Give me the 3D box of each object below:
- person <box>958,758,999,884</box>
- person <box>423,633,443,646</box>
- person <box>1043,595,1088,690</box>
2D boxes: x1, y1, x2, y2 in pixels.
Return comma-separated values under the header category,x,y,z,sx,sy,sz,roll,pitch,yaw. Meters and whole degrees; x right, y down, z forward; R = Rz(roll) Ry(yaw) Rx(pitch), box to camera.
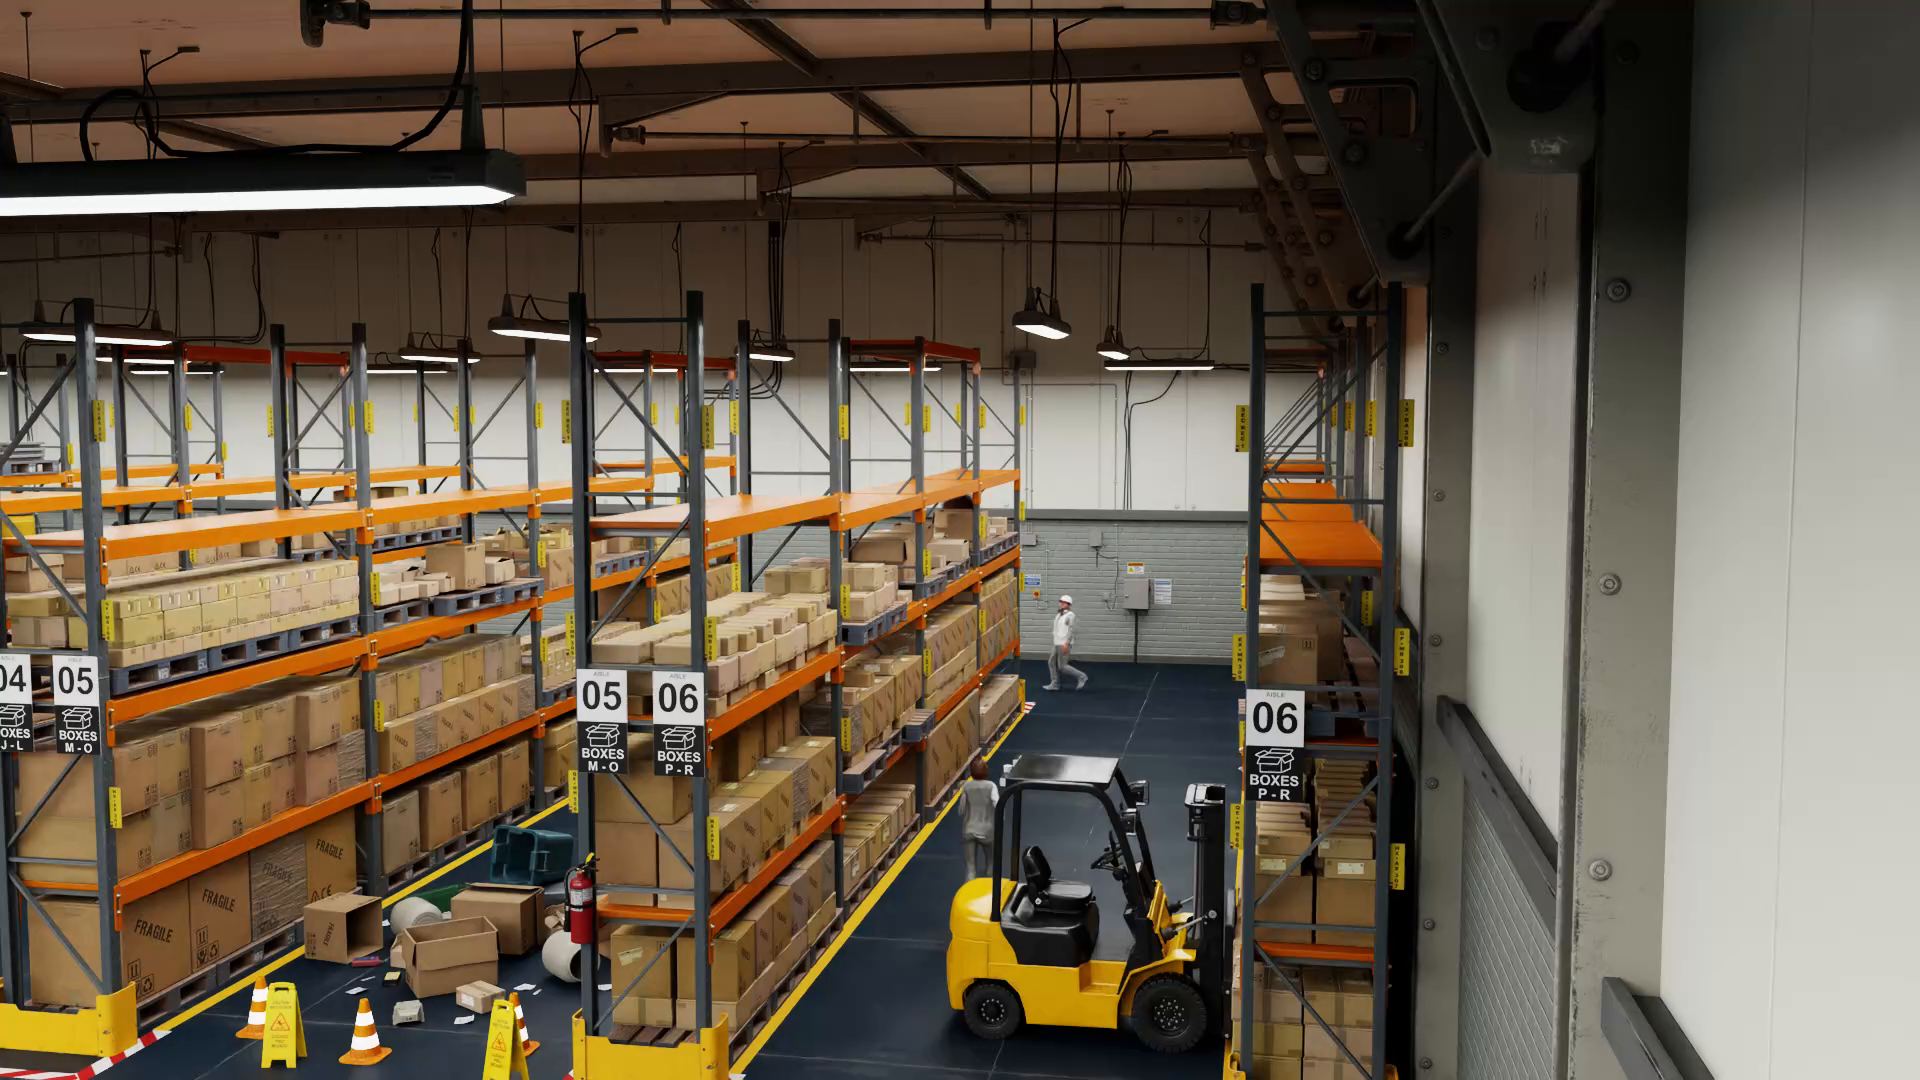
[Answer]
category,x,y,z,sx,sy,sz,roll,pitch,yaw
person,0.226,3.024,17.072,0.500,1.580,0.893,1,5,12
person,-8.246,2.196,26.478,0.584,1.741,0.613,4,6,41
person,1.907,1.866,30.117,0.806,1.728,0.556,0,5,-2
